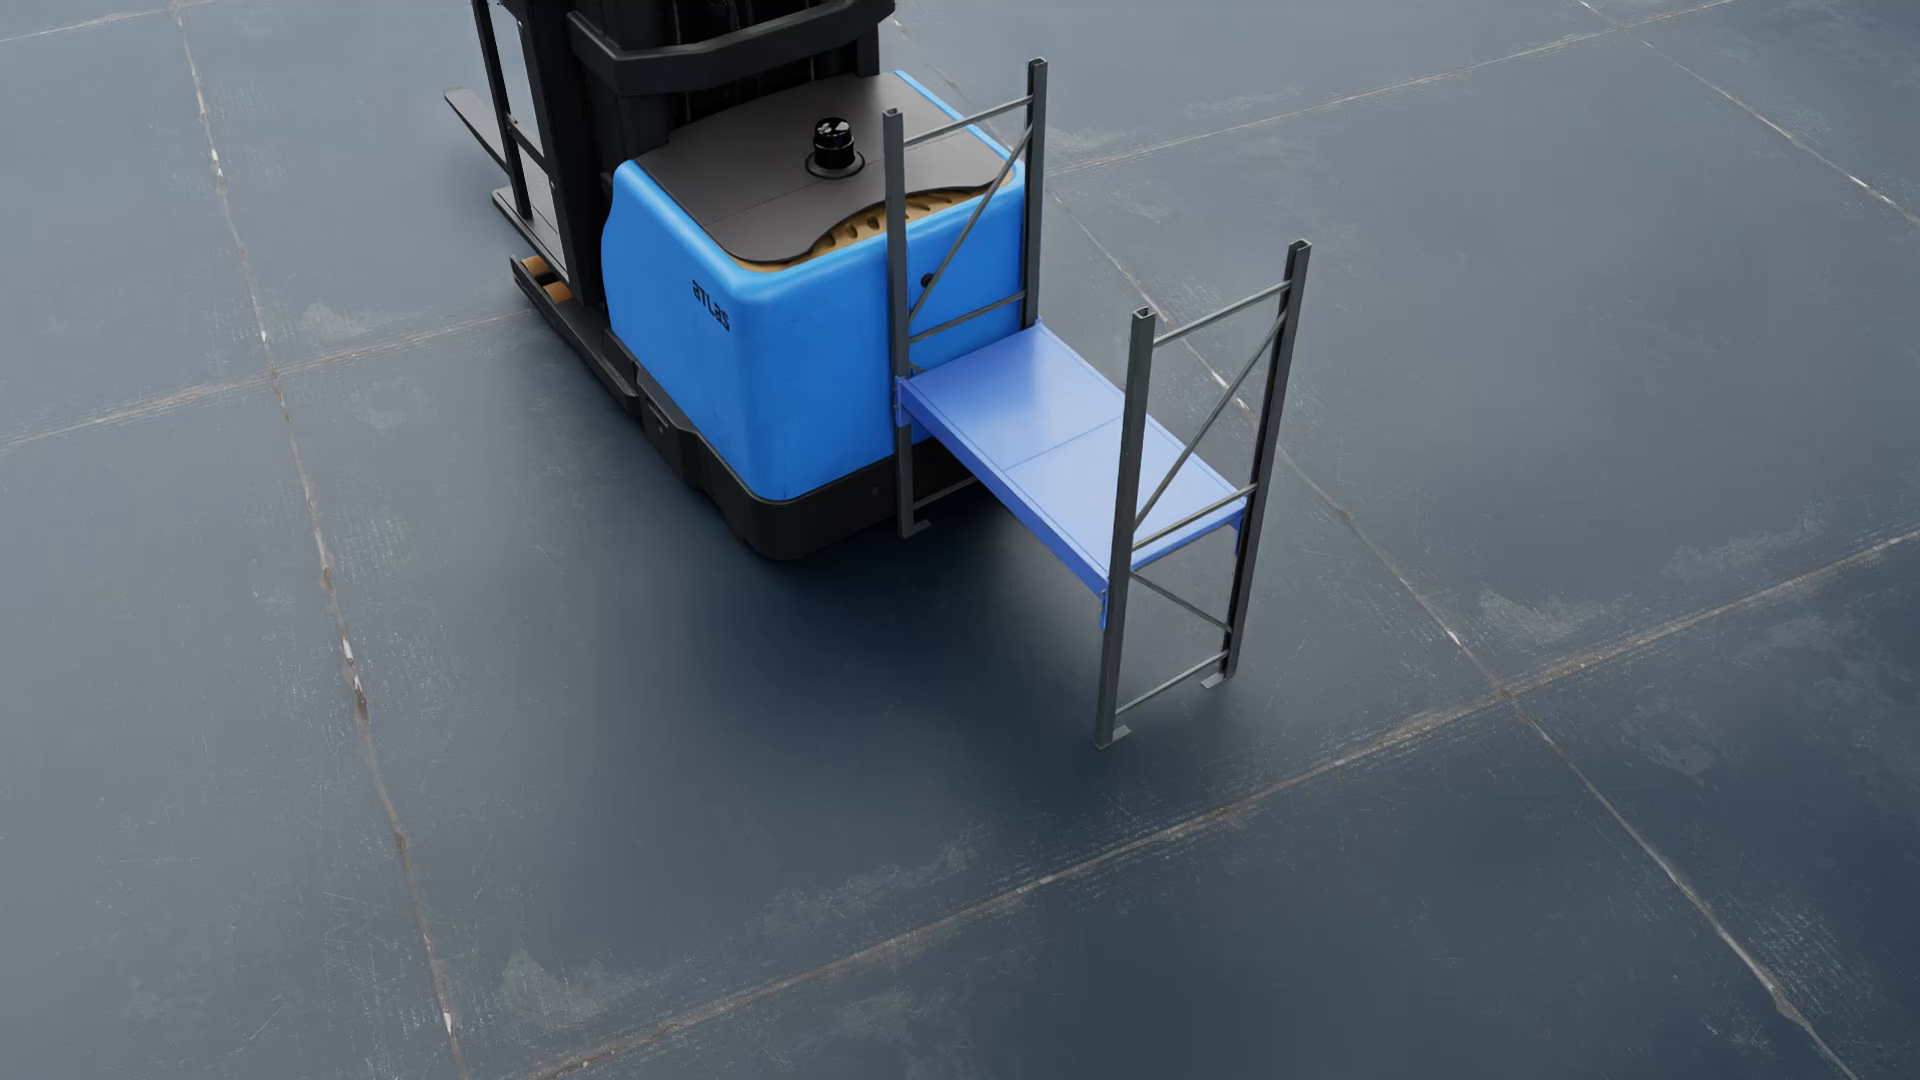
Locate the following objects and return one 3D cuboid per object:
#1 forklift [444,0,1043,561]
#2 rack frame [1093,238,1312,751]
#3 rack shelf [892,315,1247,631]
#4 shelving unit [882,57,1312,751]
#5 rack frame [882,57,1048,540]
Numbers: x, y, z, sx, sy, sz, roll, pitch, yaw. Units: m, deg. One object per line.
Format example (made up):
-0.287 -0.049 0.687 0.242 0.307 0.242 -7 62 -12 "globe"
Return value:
-0.986 -1.985 5.175 1.130 2.935 3.031 -26 50 -24 "forklift"
0.590 -0.052 4.235 0.500 1.500 0.032 -26 50 -24 "rack frame"
0.304 -0.219 4.660 0.538 0.185 1.000 -26 50 -24 "rack shelf"
0.304 -0.347 4.534 0.538 1.500 1.048 -26 50 -24 "shelving unit"
0.018 -0.642 4.833 0.500 1.500 0.032 -26 50 -24 "rack frame"
